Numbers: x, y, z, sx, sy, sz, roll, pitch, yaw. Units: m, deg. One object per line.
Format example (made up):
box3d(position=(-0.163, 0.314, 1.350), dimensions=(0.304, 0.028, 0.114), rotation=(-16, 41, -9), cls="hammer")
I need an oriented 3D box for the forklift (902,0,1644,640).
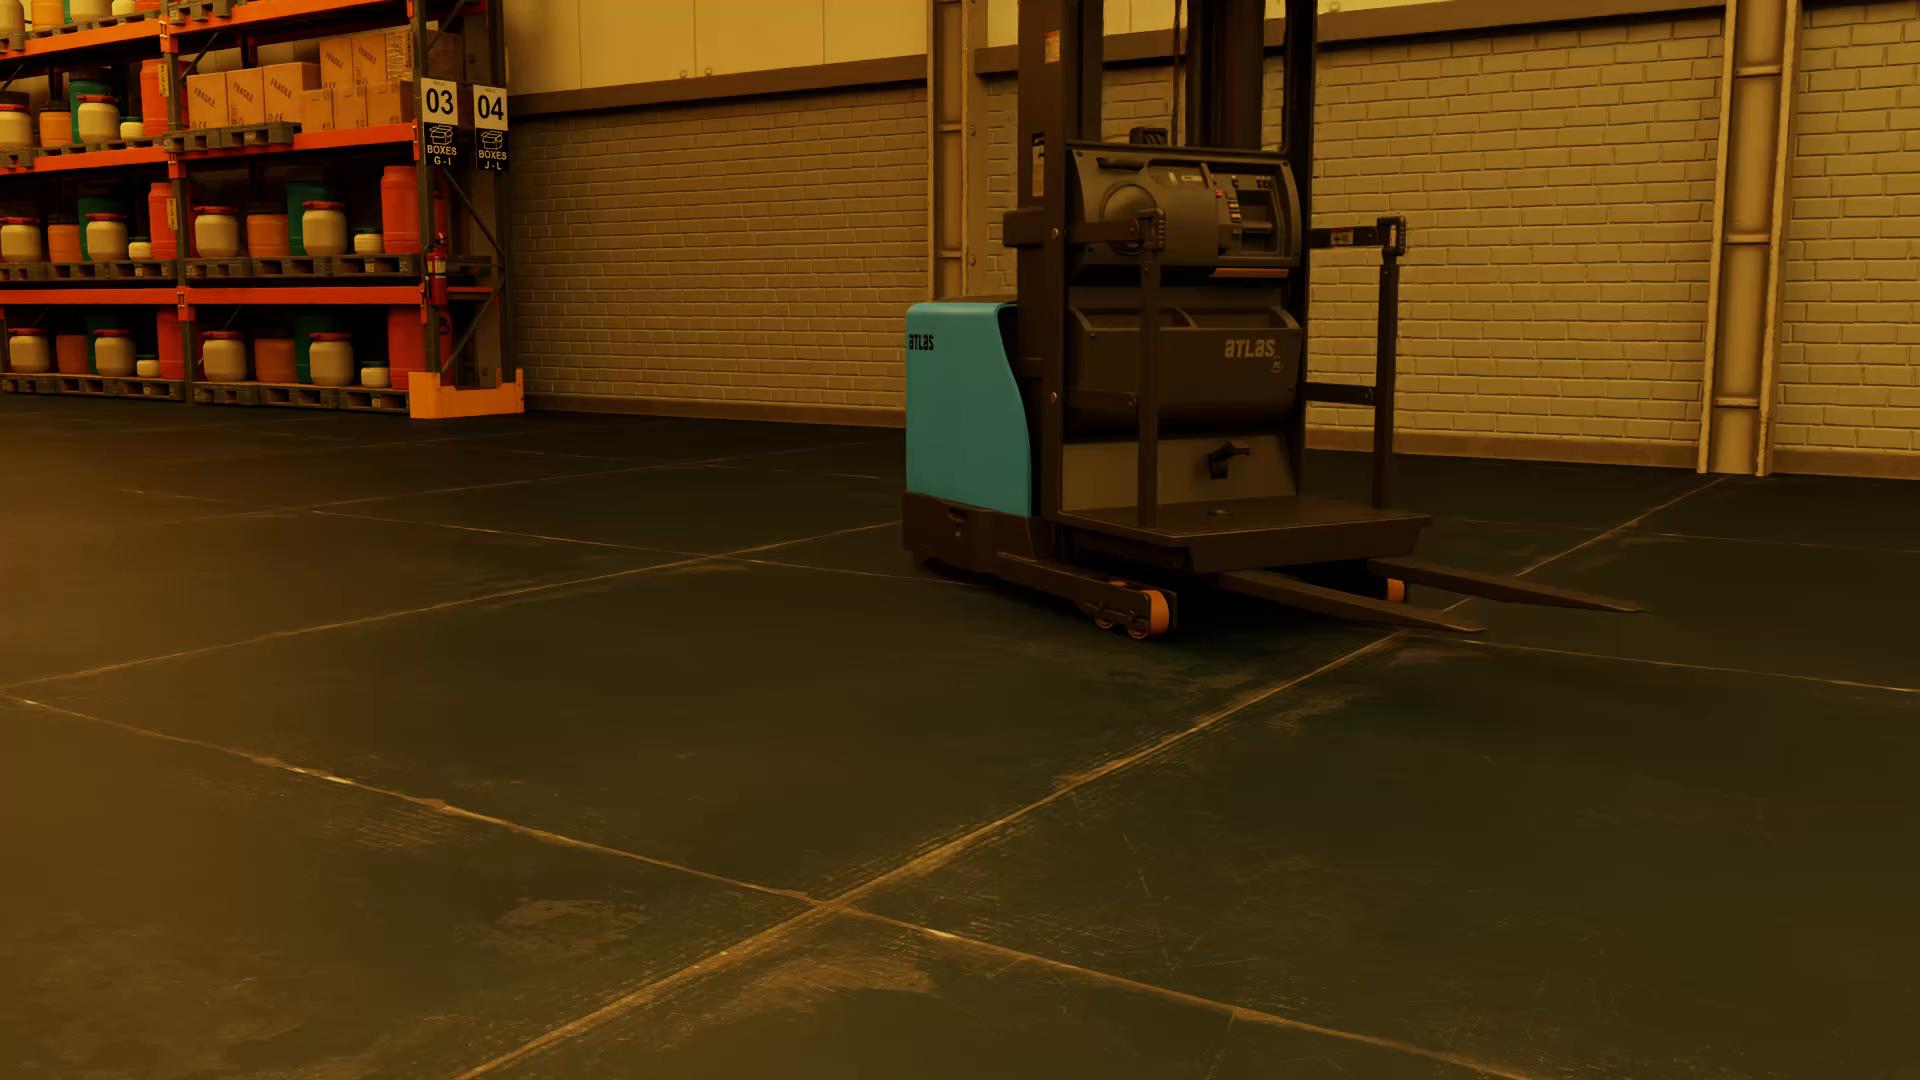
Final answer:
box3d(position=(0.907, -1.202, 5.643), dimensions=(1.130, 2.935, 3.031), rotation=(-4, 9, -28), cls="forklift")
